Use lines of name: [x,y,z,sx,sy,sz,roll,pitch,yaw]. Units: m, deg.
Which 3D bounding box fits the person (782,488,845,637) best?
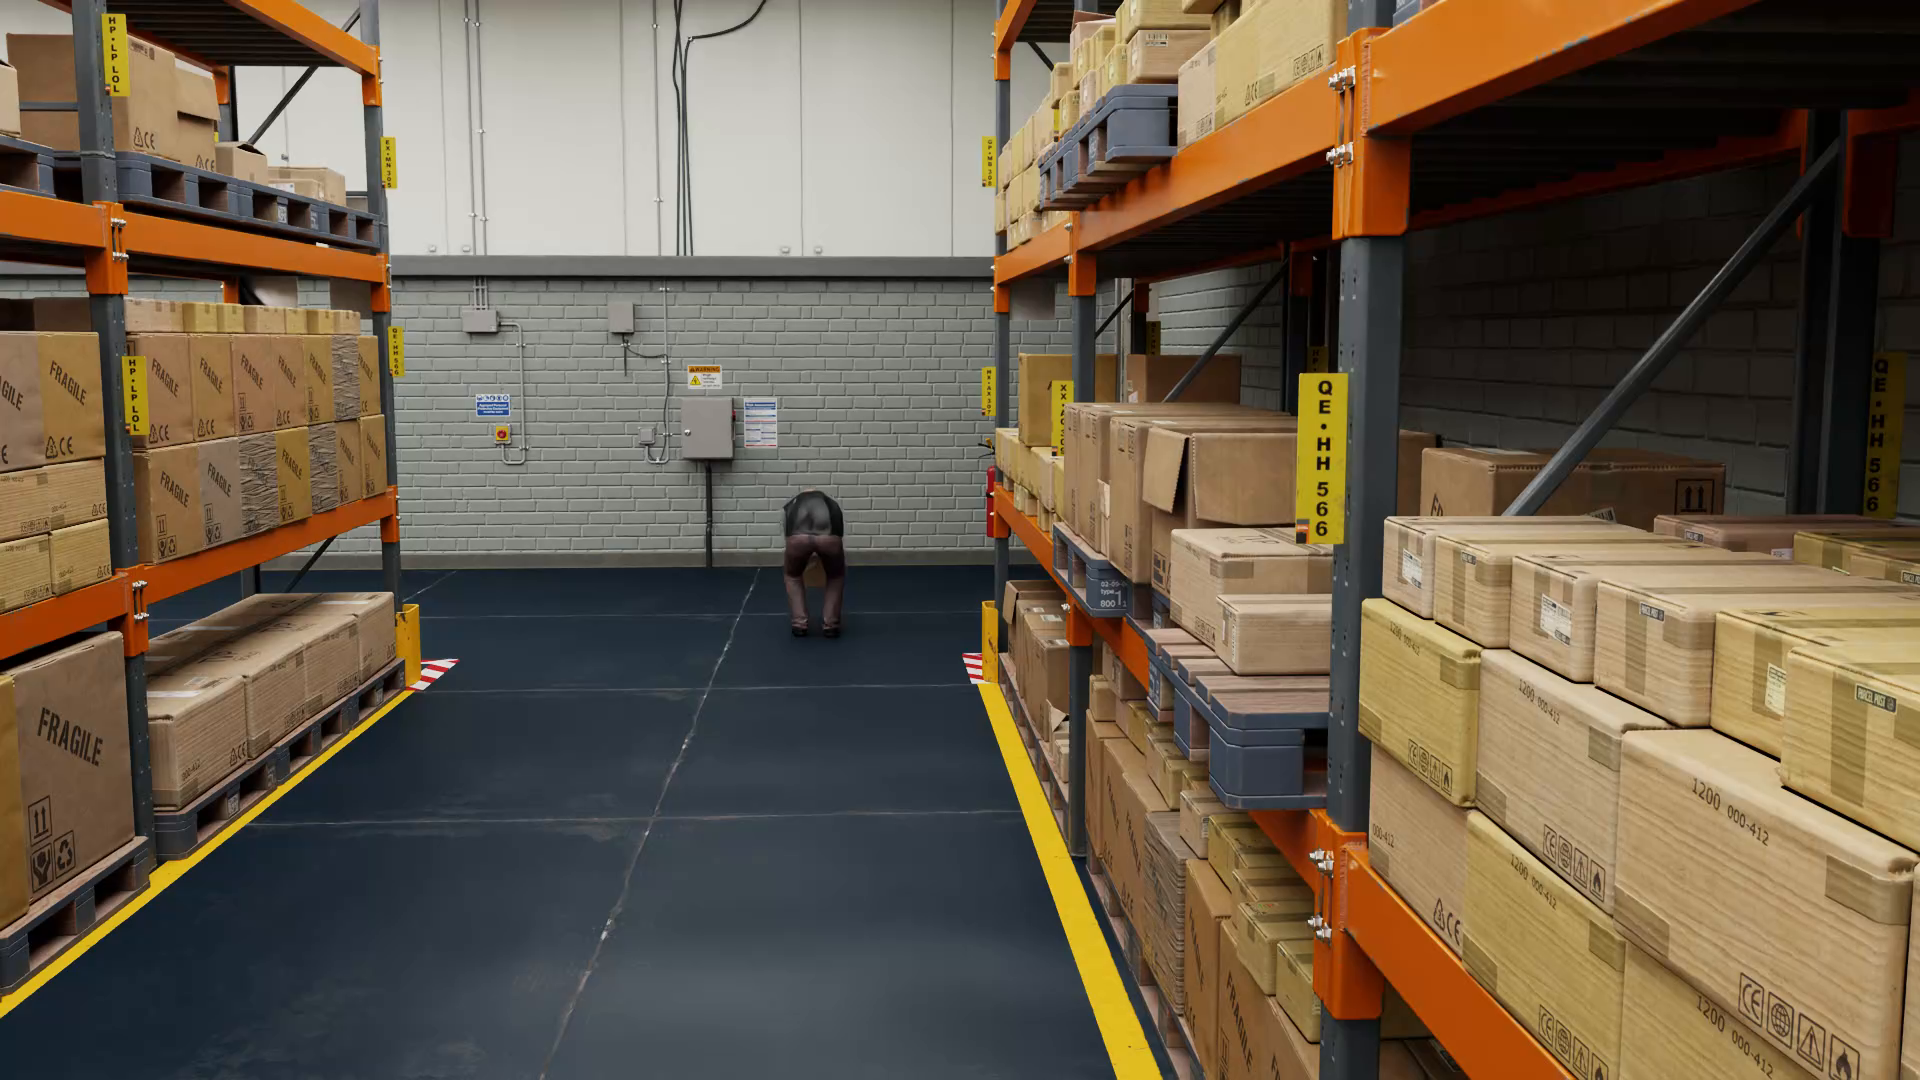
person: [-1.145,0.168,13.040,0.482,1.108,0.944,-1,7,-6]
